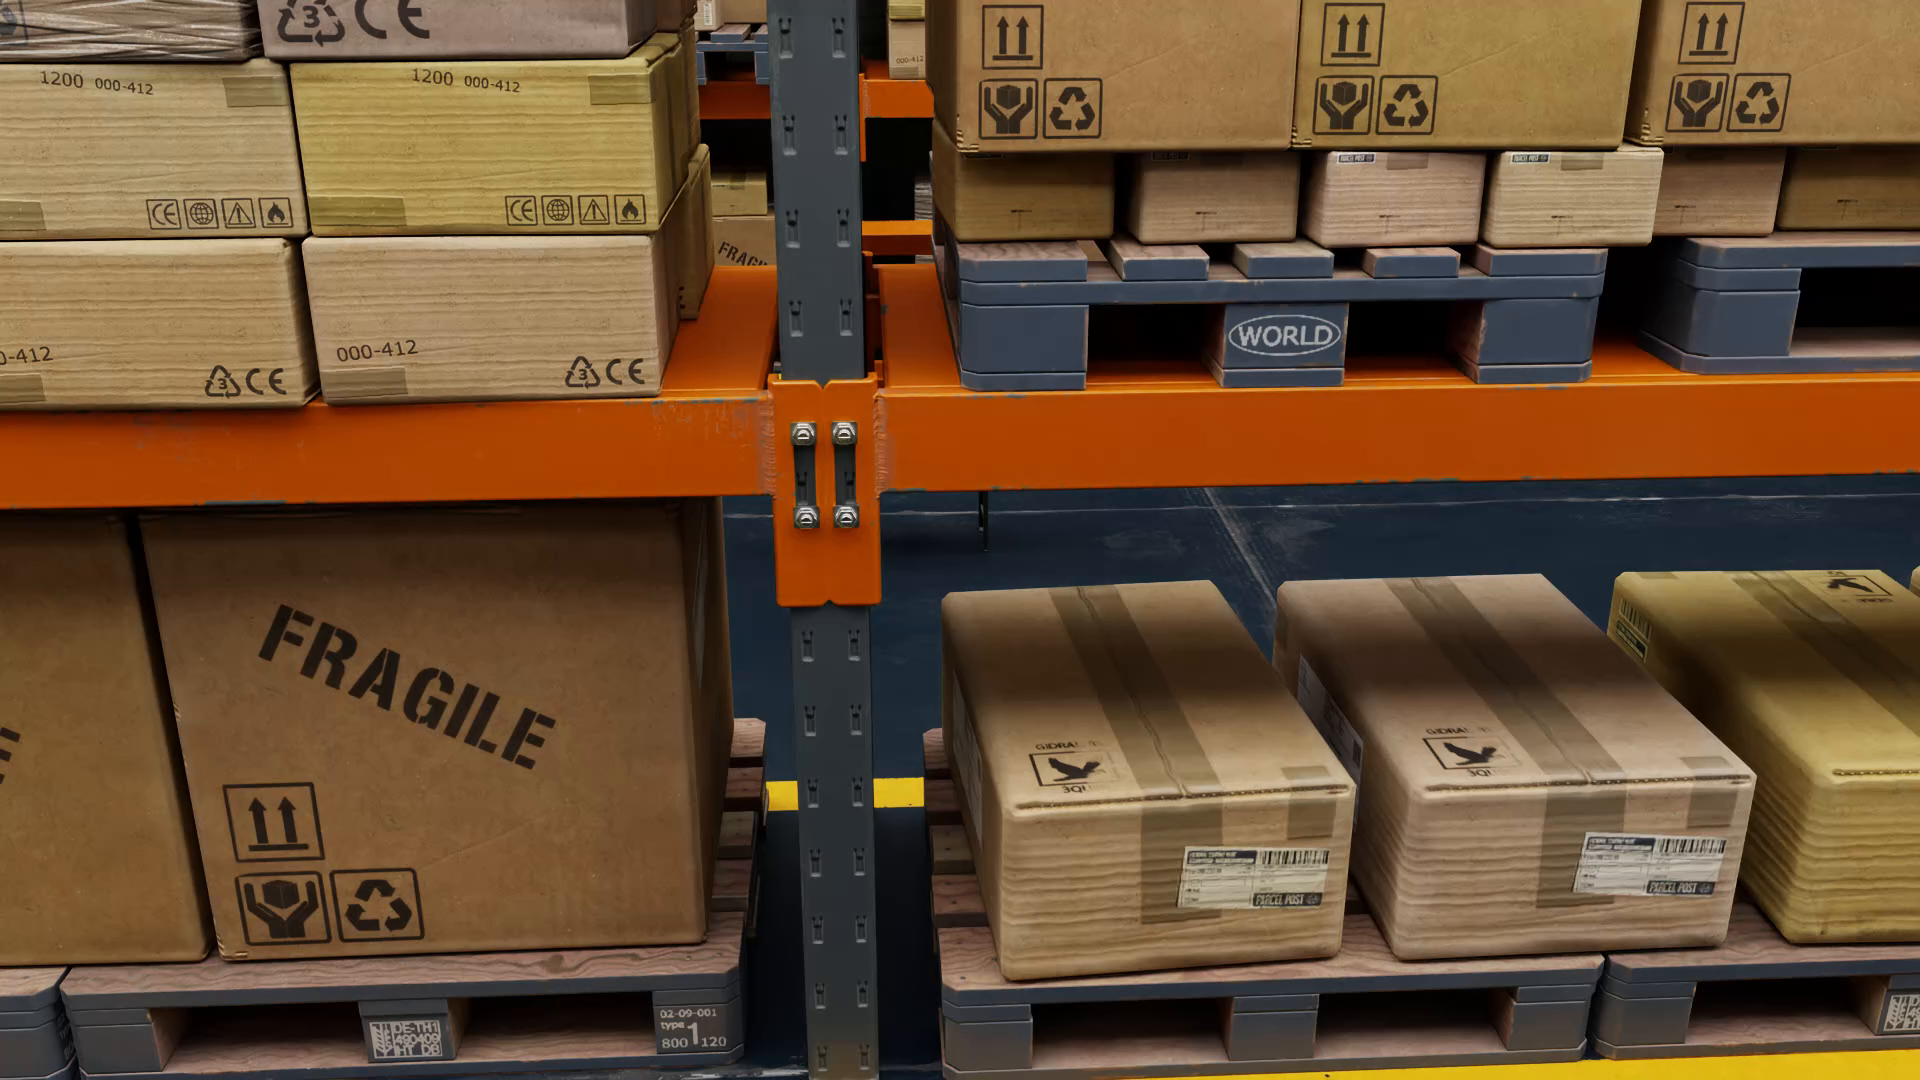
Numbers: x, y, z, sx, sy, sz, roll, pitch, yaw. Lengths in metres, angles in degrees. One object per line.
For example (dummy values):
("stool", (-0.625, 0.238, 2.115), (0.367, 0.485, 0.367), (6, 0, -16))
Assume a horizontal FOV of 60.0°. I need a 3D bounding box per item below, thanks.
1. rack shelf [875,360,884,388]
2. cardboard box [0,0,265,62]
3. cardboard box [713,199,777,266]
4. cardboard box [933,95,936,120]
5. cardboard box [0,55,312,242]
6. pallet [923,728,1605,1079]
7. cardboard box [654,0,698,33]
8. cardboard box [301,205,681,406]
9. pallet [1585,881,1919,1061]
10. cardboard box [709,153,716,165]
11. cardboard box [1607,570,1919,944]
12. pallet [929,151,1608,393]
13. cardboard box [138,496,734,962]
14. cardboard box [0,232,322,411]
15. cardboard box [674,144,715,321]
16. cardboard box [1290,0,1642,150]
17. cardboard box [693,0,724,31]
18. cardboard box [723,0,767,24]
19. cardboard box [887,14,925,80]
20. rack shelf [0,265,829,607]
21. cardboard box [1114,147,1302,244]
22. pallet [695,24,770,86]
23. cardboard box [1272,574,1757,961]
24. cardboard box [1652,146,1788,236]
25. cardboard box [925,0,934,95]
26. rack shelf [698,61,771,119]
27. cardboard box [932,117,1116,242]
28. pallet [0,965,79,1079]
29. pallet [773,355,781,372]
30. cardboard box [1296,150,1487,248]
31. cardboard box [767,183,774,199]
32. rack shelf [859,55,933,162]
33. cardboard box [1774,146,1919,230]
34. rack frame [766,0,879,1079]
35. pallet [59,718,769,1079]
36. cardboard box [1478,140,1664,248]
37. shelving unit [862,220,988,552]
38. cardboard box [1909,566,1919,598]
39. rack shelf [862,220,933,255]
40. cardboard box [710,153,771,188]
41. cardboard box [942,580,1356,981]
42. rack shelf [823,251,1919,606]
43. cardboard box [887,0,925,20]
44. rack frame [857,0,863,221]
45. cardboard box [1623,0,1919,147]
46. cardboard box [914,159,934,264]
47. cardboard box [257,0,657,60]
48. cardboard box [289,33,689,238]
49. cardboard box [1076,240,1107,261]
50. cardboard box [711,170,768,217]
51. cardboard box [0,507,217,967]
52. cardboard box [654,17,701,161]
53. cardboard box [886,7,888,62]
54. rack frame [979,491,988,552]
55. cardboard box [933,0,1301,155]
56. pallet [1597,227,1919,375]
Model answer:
("rack shelf", (-0.165, -0.494, 5.423), (0.480, 0.148, 0.258), (-1, 21, -3))
("cardboard box", (-1.251, -0.983, 2.440), (0.500, 0.500, 0.500), (-1, 21, -2))
("cardboard box", (-0.935, -1.292, 7.721), (0.500, 0.500, 0.500), (-1, 21, -1))
("cardboard box", (0.075, -0.755, 3.150), (0.250, 0.149, 0.380), (0, 21, -1))
("cardboard box", (-1.219, -0.637, 2.587), (0.500, 0.250, 0.500), (-2, 21, -4))
("pallet", (0.542, 0.702, 3.479), (1.213, 0.211, 1.003), (-1, 21, -3))
("cardboard box", (-0.745, -1.176, 2.949), (0.500, 0.500, 0.500), (-2, 21, -5))
("cardboard box", (-0.728, -0.413, 2.700), (0.500, 0.250, 0.500), (-2, 21, -5))
("pallet", (1.757, 0.679, 3.542), (1.213, 0.211, 1.003), (-1, 21, -3))
("cardboard box", (-1.331, -1.784, 8.102), (0.250, 0.149, 0.380), (-1, 21, -1))
("cardboard box", (1.820, 0.407, 3.439), (0.625, 0.372, 0.950), (0, 21, -1))
("pallet", (0.467, -0.548, 3.114), (1.003, 0.211, 1.213), (-1, 21, -3))
("cardboard box", (-0.933, 0.196, 3.287), (0.875, 0.875, 0.875), (-1, 21, -4))
("cardboard box", (-1.238, -0.397, 2.658), (0.500, 0.250, 0.500), (-1, 21, -2))
("cardboard box", (-0.741, -0.595, 3.178), (0.500, 0.250, 0.500), (-2, 21, -4))
("cardboard box", (0.744, -0.907, 2.640), (0.500, 0.500, 0.500), (0, 21, 0))
("cardboard box", (-1.159, -2.278, 7.151), (0.250, 0.149, 0.380), (-1, 21, -2))
("cardboard box", (-1.048, -2.637, 7.600), (0.500, 0.500, 0.500), (0, 21, -1))
("cardboard box", (-0.069, -2.201, 7.396), (0.500, 0.250, 0.500), (-1, 21, -3))
("rack shelf", (-2.235, -0.209, 2.964), (4.000, 0.370, 1.077), (-1, 21, -3))
("cardboard box", (0.381, -0.599, 2.740), (0.250, 0.149, 0.380), (-2, 21, -6))
("pallet", (-1.198, -2.220, 7.506), (1.003, 0.211, 1.213), (-1, 21, -3))
("cardboard box", (1.062, 0.421, 3.403), (0.625, 0.372, 0.950), (-2, 21, -4))
("cardboard box", (1.169, -0.619, 2.793), (0.250, 0.149, 0.380), (0, 21, 0))
("cardboard box", (0.200, -1.075, 3.081), (0.500, 0.500, 0.500), (-2, 21, -5))
("rack shelf", (-2.522, -1.972, 7.595), (4.000, 0.370, 1.077), (-1, 21, -3))
("cardboard box", (0.097, -0.605, 2.757), (0.250, 0.149, 0.380), (-2, 21, -6))
("pallet", (-2.245, 0.731, 3.405), (1.213, 0.211, 1.003), (-1, 21, -3))
("pallet", (-1.273, -1.044, 8.066), (1.213, 0.211, 1.003), (-1, 21, -3))
("cardboard box", (0.657, -0.588, 2.712), (0.250, 0.149, 0.380), (-3, 21, -7))
("cardboard box", (-0.962, -1.468, 8.183), (0.500, 0.500, 0.500), (0, 21, -1))
("rack shelf", (1.471, -2.053, 7.809), (4.000, 0.370, 1.077), (-1, 21, -3))
("cardboard box", (1.448, -0.638, 2.845), (0.250, 0.149, 0.380), (0, 21, -1))
("rack frame", (-0.238, -0.585, 2.943), (0.127, 3.000, 1.000), (-1, 21, -3))
("pallet", (-1.030, 0.707, 3.467), (1.213, 0.211, 1.003), (-1, 21, -3))
("cardboard box", (0.932, -0.586, 2.707), (0.250, 0.149, 0.380), (-1, 21, -3))
("shelving unit", (-0.165, -0.557, 5.399), (0.503, 1.200, 0.258), (-1, 21, -3))
("cardboard box", (2.514, 0.392, 3.477), (0.625, 0.372, 0.950), (0, 21, 0))
("rack shelf", (-0.165, -0.925, 5.259), (0.480, 0.148, 0.258), (-1, 21, -3))
("cardboard box", (-1.064, -1.780, 8.092), (0.250, 0.149, 0.380), (0, 21, 0))
("cardboard box", (0.326, 0.438, 3.357), (0.625, 0.372, 0.950), (-3, 21, -7))
("rack shelf", (1.758, -0.290, 3.178), (4.000, 0.370, 1.077), (-1, 21, -3))
("cardboard box", (-0.067, -2.425, 7.284), (0.500, 0.250, 0.500), (-1, 21, -3))
("rack frame", (-0.525, -2.349, 7.574), (0.127, 3.000, 1.000), (-1, 21, -3))
("cardboard box", (1.274, -0.921, 2.674), (0.500, 0.500, 0.500), (-1, 21, -2))
("cardboard box", (0.098, -1.443, 7.942), (0.625, 0.625, 0.875), (-1, 21, -1))
("cardboard box", (-0.740, -0.996, 2.476), (0.500, 0.500, 0.500), (-2, 21, -5))
("cardboard box", (-0.707, -0.649, 2.618), (0.500, 0.250, 0.500), (-1, 21, -3))
("cardboard box", (0.750, -1.459, 7.984), (0.625, 0.625, 0.875), (0, 21, -1))
("cardboard box", (-1.004, -1.580, 7.566), (0.250, 0.149, 0.380), (-2, 21, -6))
("cardboard box", (-1.823, 0.212, 3.243), (0.875, 0.875, 0.875), (-1, 21, -2))
("cardboard box", (-0.758, -0.826, 3.084), (0.500, 0.250, 0.500), (-1, 21, -3))
("cardboard box", (-0.091, -2.378, 7.863), (0.500, 0.250, 0.500), (-2, 21, -4))
("rack frame", (0.078, -0.562, 5.412), (0.015, 1.200, 0.240), (-1, 21, -3))
("cardboard box", (0.224, -0.894, 2.605), (0.500, 0.500, 0.500), (-2, 21, -5))
("pallet", (1.736, -0.551, 3.121), (1.213, 0.211, 1.003), (-1, 21, -3))
